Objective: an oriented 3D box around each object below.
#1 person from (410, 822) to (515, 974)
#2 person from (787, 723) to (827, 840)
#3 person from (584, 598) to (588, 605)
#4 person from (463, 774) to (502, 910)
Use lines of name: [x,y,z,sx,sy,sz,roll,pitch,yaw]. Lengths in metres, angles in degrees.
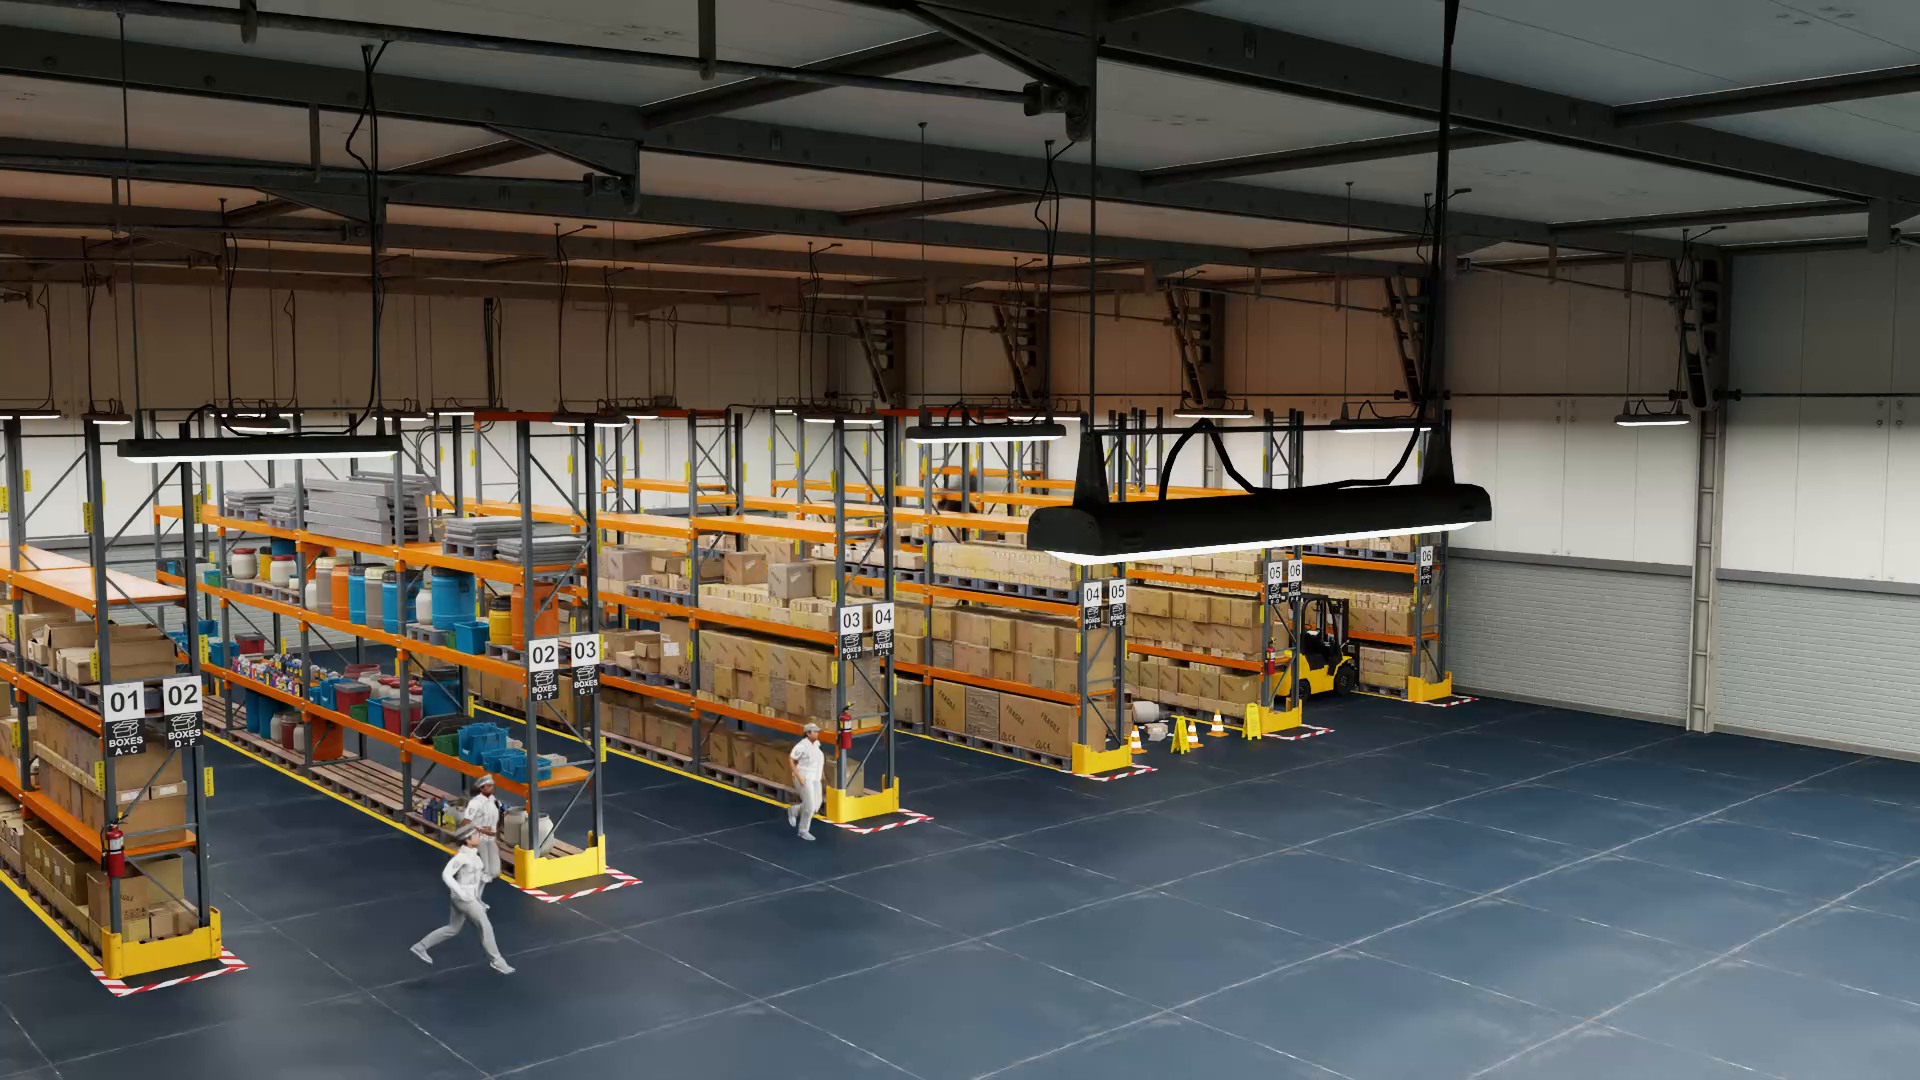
person: [-5.423,3.918,18.080,1.089,1.722,0.571,-2,5,-22]
person: [-2.220,3.444,23.921,0.621,1.627,0.649,3,6,34]
person: [-9.156,1.926,41.011,0.529,1.694,0.924,-2,5,-24]
person: [-5.902,3.714,20.605,0.600,1.644,0.602,2,5,24]
